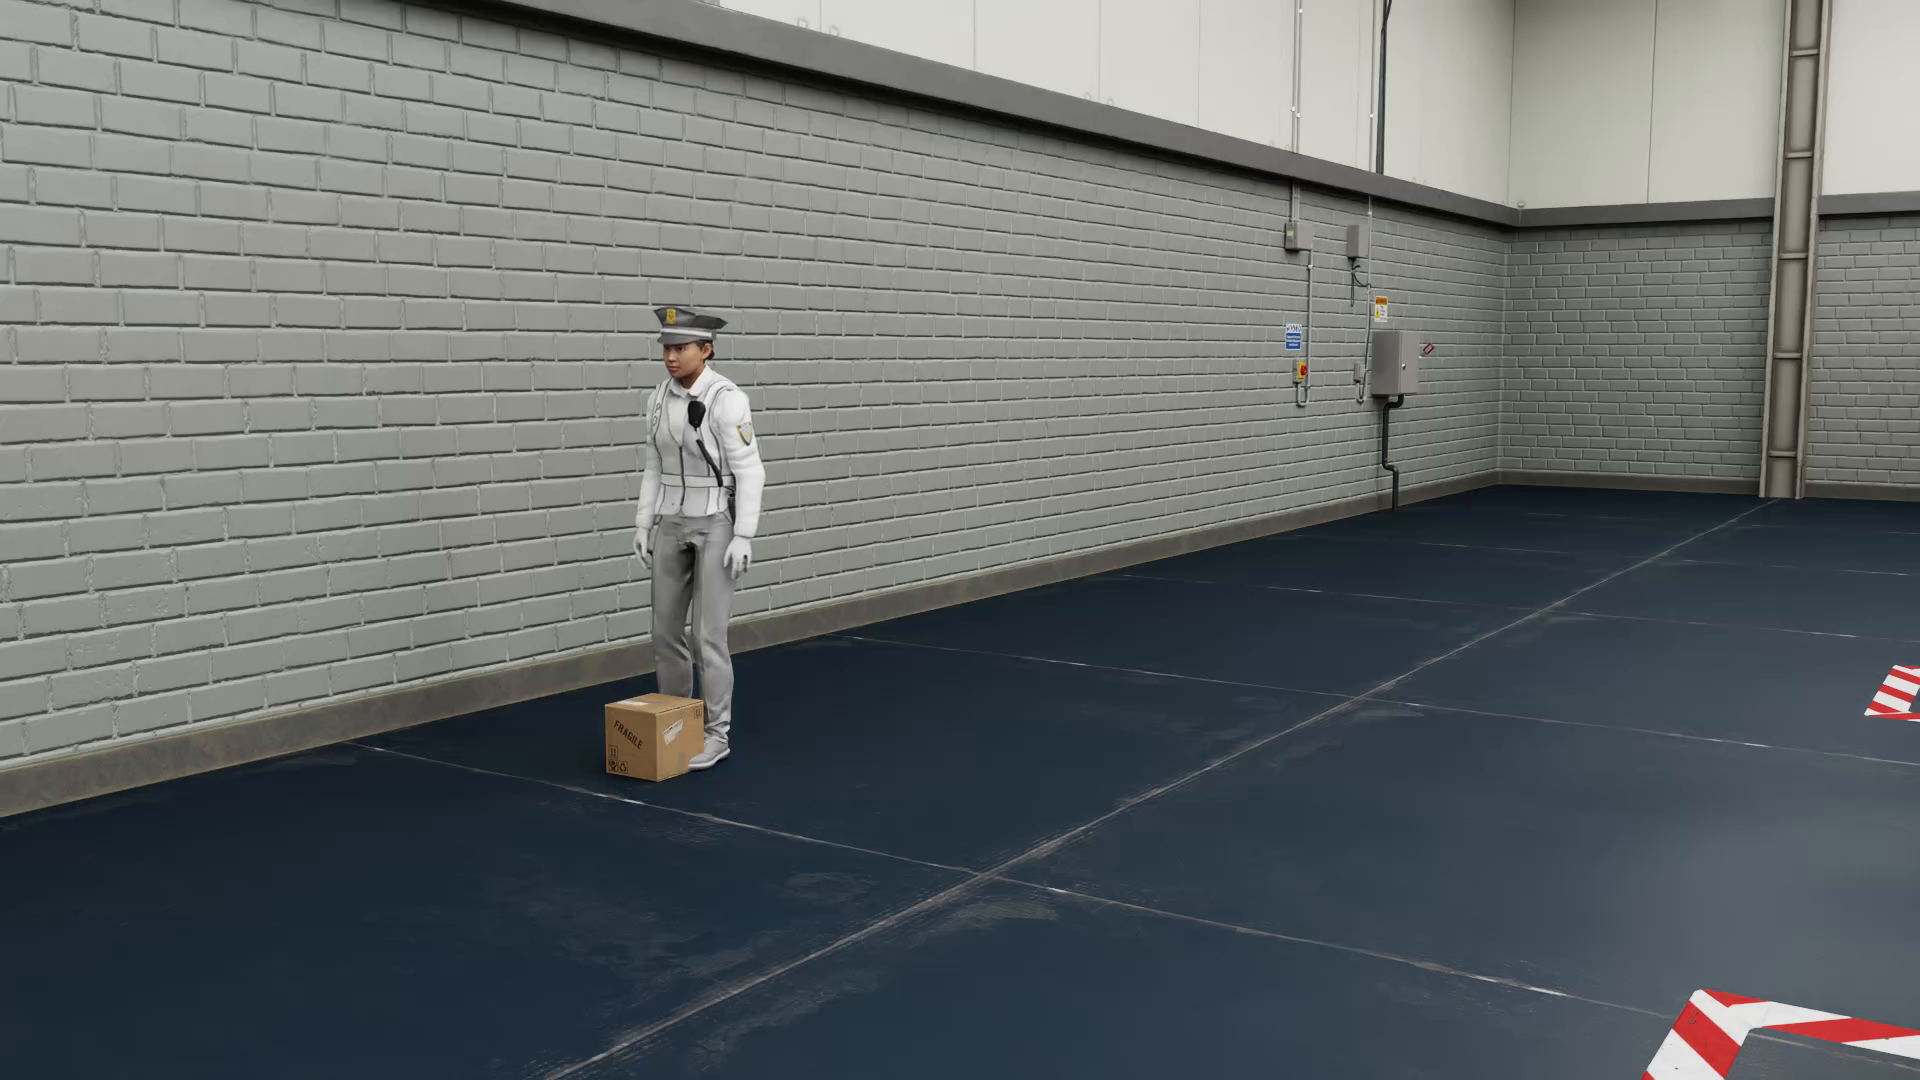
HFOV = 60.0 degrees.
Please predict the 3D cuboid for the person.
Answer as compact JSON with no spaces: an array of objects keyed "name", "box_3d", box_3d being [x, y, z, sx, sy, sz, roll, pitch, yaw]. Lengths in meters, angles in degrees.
[{"name":"person","box_3d":[-0.977,-0.015,6.104,0.547,1.667,0.408,4,7,31]}]
